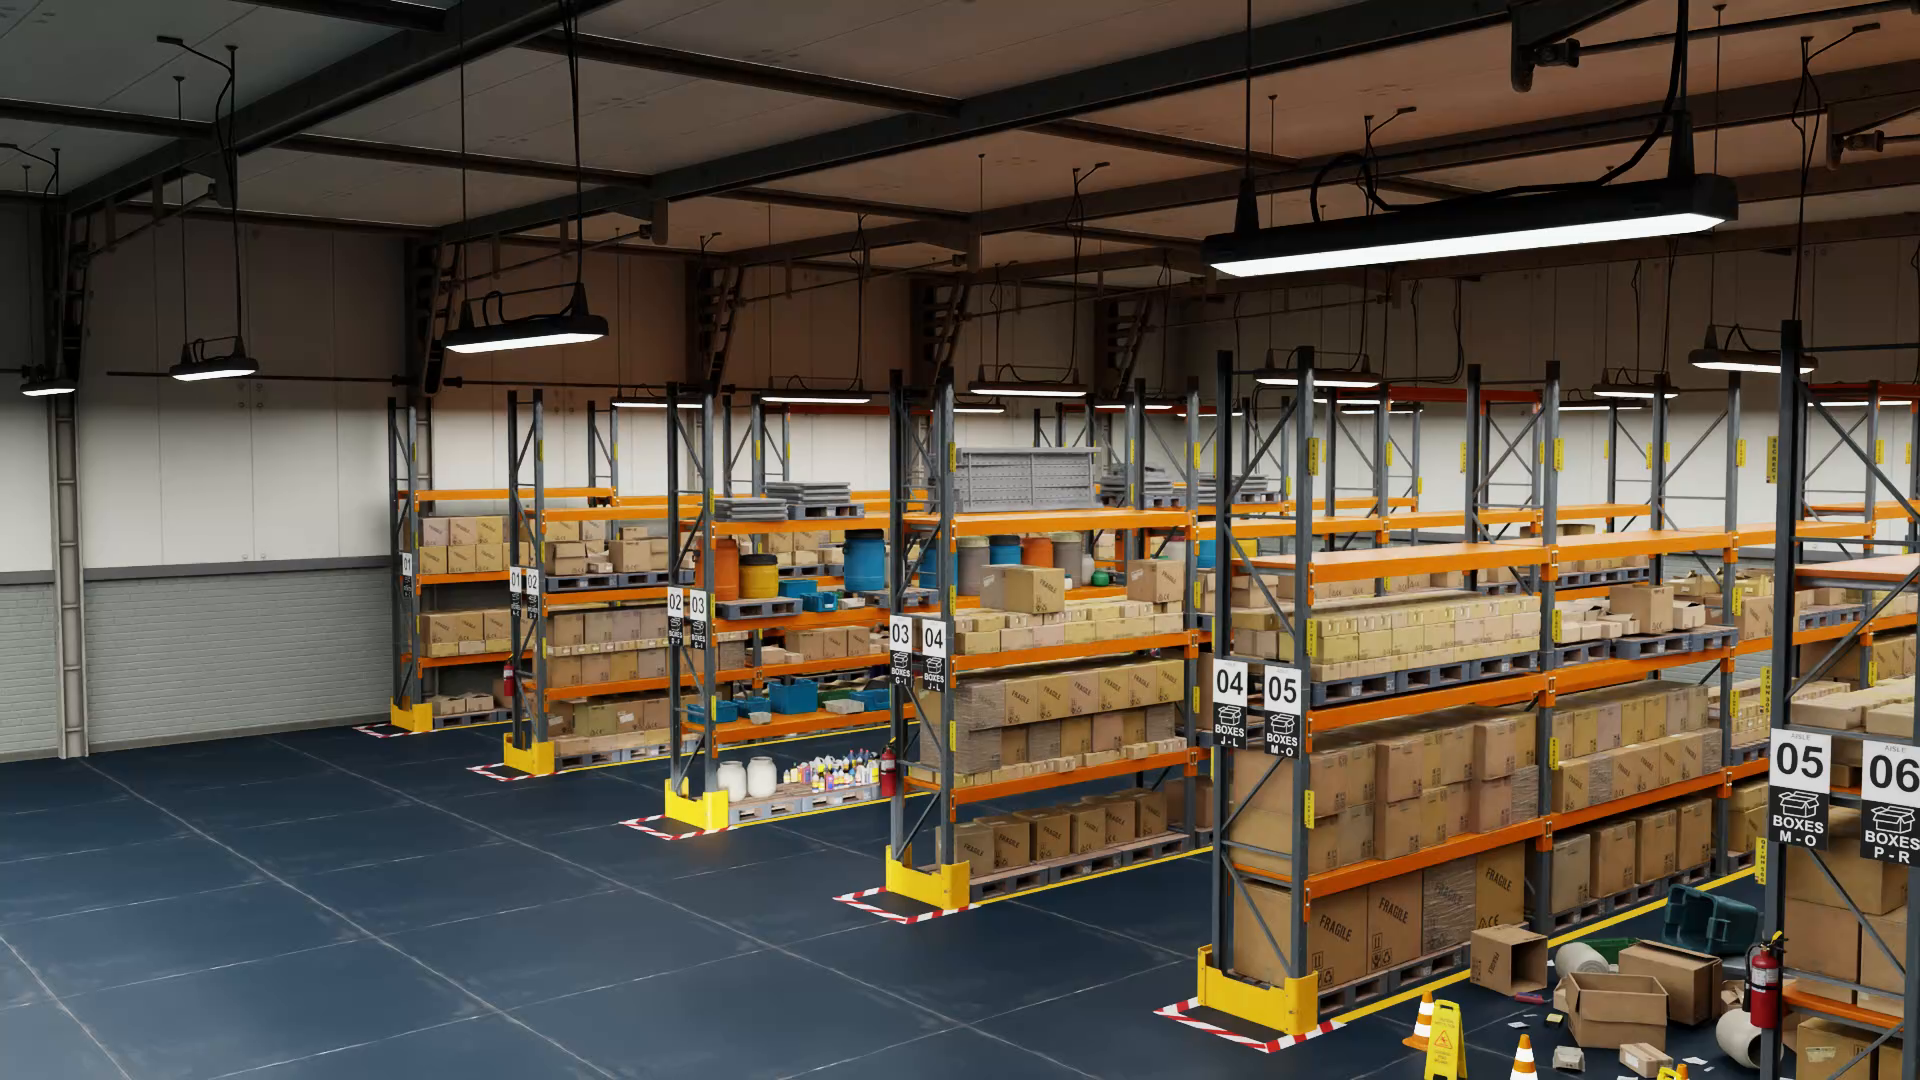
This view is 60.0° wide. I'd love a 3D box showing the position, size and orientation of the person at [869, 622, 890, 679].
[{"bbox_3d":[-1.539,2.430,33.147,0.571,1.631,0.537,3,4,40],"label":"person"}]
